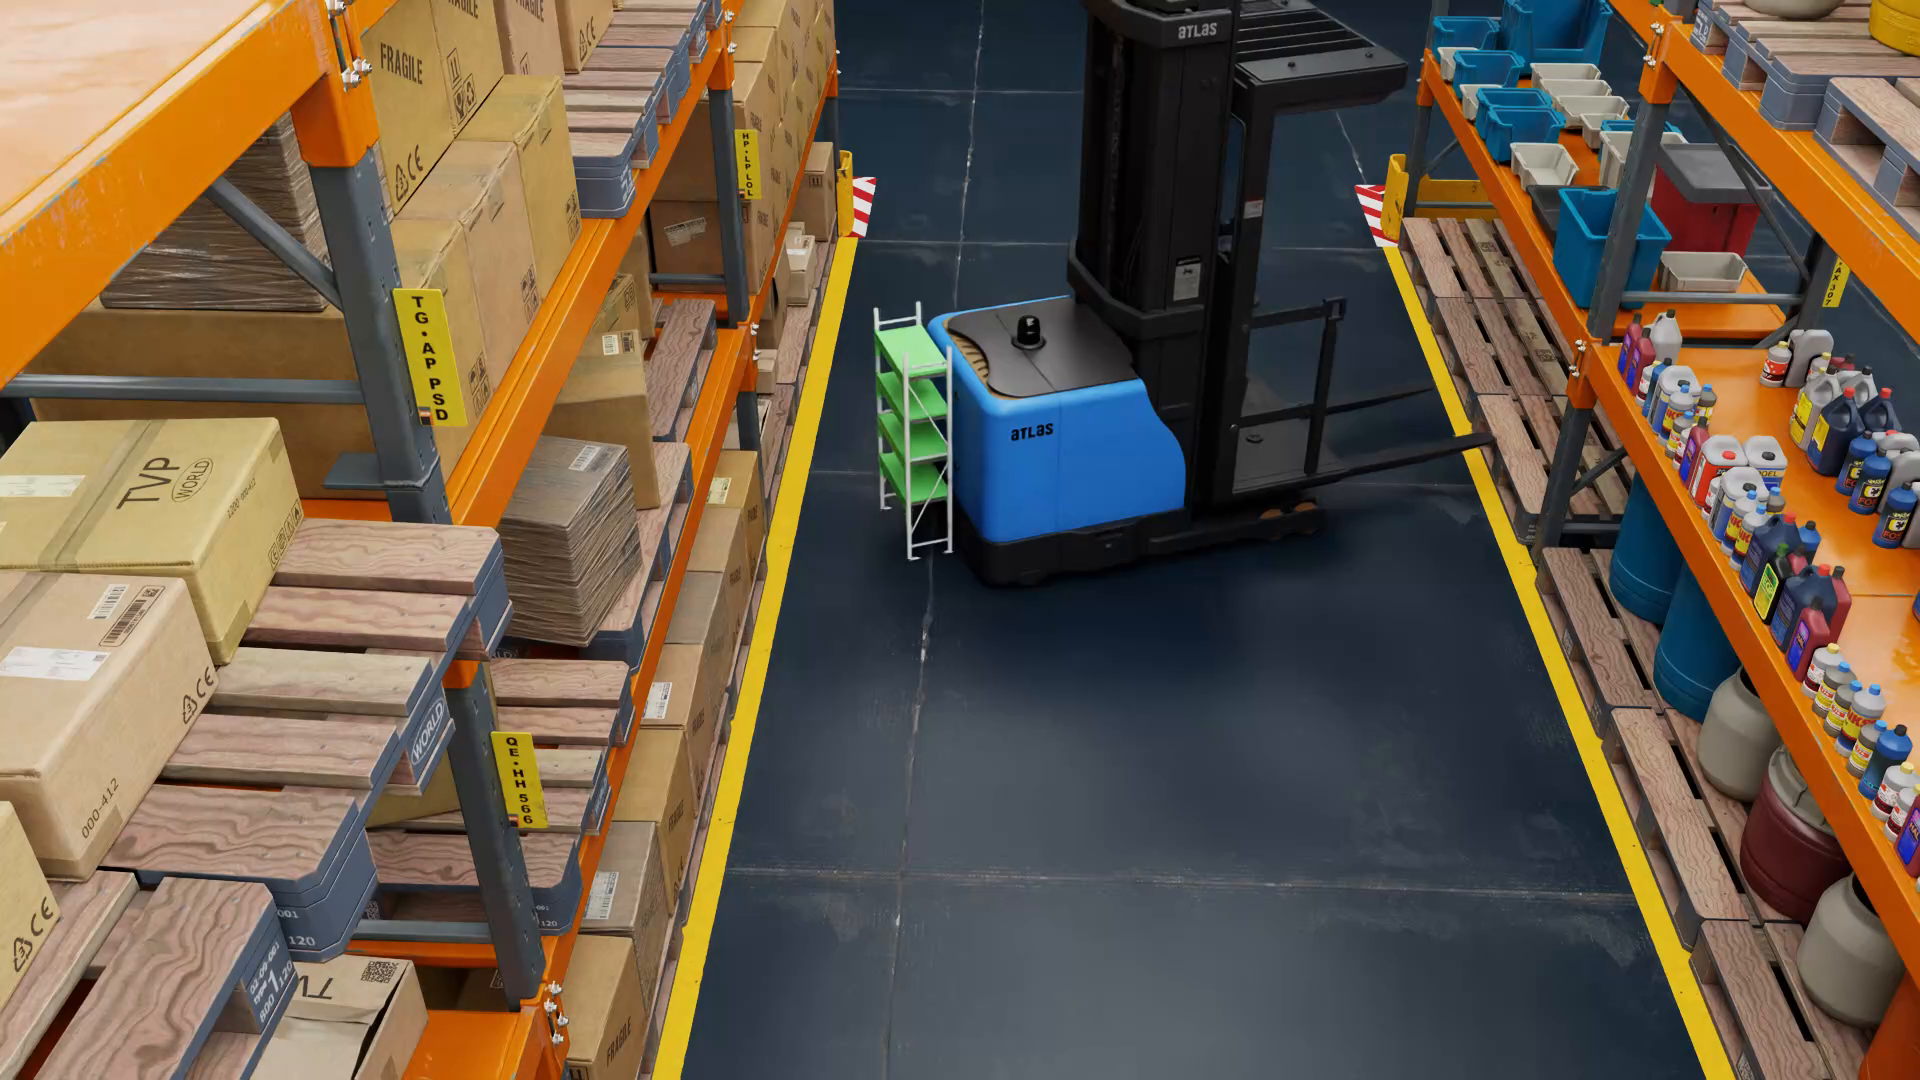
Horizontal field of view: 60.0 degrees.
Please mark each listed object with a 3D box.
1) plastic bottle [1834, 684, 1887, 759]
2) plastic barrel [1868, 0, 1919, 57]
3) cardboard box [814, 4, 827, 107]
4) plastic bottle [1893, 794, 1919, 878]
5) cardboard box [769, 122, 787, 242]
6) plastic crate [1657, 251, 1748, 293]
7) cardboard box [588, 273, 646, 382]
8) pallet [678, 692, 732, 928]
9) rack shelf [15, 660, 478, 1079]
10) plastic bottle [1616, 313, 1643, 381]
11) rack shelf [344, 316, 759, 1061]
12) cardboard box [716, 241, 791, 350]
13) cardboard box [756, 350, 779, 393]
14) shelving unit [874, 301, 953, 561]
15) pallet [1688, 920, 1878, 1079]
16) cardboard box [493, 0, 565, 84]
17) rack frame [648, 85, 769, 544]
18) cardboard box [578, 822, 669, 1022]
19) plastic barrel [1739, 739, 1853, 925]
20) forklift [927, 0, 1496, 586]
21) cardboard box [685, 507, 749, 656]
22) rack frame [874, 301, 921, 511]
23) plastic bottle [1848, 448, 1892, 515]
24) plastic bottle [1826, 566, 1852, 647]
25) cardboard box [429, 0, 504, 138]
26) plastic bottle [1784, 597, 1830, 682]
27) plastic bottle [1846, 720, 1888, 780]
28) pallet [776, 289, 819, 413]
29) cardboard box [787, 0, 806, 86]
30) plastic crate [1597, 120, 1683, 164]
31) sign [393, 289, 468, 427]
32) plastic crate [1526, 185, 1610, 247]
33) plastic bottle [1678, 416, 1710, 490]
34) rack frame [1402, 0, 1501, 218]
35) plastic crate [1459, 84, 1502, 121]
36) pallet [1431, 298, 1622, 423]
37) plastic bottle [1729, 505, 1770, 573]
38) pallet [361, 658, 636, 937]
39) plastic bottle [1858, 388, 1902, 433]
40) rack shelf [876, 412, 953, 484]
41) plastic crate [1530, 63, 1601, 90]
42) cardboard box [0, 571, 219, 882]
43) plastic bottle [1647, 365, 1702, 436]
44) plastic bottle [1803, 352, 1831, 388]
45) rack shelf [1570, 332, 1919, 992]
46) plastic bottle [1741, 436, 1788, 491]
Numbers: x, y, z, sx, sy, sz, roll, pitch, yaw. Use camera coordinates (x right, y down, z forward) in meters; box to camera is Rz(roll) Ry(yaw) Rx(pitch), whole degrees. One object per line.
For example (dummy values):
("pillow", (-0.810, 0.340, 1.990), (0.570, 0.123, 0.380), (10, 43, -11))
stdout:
("plastic bottle", (2.919, 0.578, 5.376), (0.097, 0.271, 0.097), (0, 35, 0))
("plastic barrel", (3.608, -2.055, 5.874), (0.600, 0.588, 0.600), (0, 35, 0))
("cardboard box", (-1.110, -3.002, 10.272), (0.500, 0.500, 0.500), (2, 35, 2))
("plastic bottle", (2.881, 0.863, 4.961), (0.061, 0.283, 0.133), (1, 35, 2))
("cardboard box", (-1.197, -1.847, 8.627), (0.500, 0.500, 0.500), (2, 35, 3))
("plastic crate", (3.603, -1.289, 8.098), (0.396, 0.136, 0.243), (1, 35, 2))
("cardboard box", (-1.714, -0.774, 6.736), (0.700, 0.500, 0.500), (7, 36, 9))
("pallet", (-1.548, 1.087, 6.965), (1.003, 0.211, 1.213), (1, 35, 2))
("rack shelf", (-1.748, 1.289, 2.269), (1.077, 0.370, 4.000), (1, 35, 2))
("plastic bottle", (3.001, -0.860, 7.412), (0.061, 0.283, 0.133), (1, 35, 2))
("rack shelf", (-1.588, 0.219, 6.402), (1.077, 0.370, 4.000), (1, 35, 2))
("cardboard box", (-1.437, -1.463, 9.957), (0.797, 0.503, 0.637), (1, 35, 2))
("cardboard box", (-1.249, -0.979, 9.561), (0.380, 0.166, 0.250), (1, 35, 2))
("shelving unit", (-0.233, -0.542, 8.423), (0.258, 1.200, 0.503), (-11, 37, -15))
("pallet", (3.271, 1.877, 5.842), (1.003, 0.211, 1.213), (1, 35, 2))
("cardboard box", (-1.652, -1.652, 5.289), (0.600, 0.600, 0.600), (0, 35, 0))
("rack frame", (-1.507, -1.225, 7.830), (1.000, 3.000, 0.127), (1, 35, 2))
("cardboard box", (-1.349, 1.360, 5.943), (0.500, 0.500, 0.500), (0, 35, 0))
("plastic barrel", (3.329, 1.074, 6.290), (0.600, 0.588, 0.708), (1, 35, 2))
("forklift", (1.393, -1.471, 8.239), (3.031, 2.935, 1.130), (-11, 37, -15))
("cardboard box", (-1.269, 0.192, 7.605), (0.500, 0.500, 0.500), (1, 35, 2))
("rack frame", (-0.312, -0.675, 8.612), (0.240, 1.200, 0.015), (-11, 37, -15))
("plastic bottle", (3.583, -0.237, 6.536), (0.097, 0.271, 0.097), (0, 35, 0))
("plastic bottle", (3.069, 0.236, 5.853), (0.061, 0.283, 0.133), (1, 35, 2))
("cardboard box", (-1.603, -1.440, 4.571), (0.500, 0.500, 0.500), (1, 35, 2))
("plastic bottle", (2.917, 0.339, 5.707), (0.061, 0.283, 0.133), (1, 35, 2))
("plastic bottle", (2.915, 0.663, 5.317), (0.097, 0.201, 0.097), (0, 35, 0))
("pallet", (-1.432, -1.181, 10.193), (1.003, 0.211, 1.213), (1, 35, 2))
("cardboard box", (-1.146, -2.828, 9.154), (0.500, 0.500, 0.500), (2, 35, 3))
("plastic crate", (3.776, -2.177, 9.278), (0.416, 0.233, 0.300), (1, 35, 2))
("sign", (-1.114, -0.380, 3.501), (0.100, 0.325, 0.005), (1, 35, 2))
("plastic crate", (3.219, -1.670, 8.650), (0.437, 0.125, 0.590), (1, 35, 2))
("plastic bottle", (2.965, -0.349, 6.686), (0.061, 0.283, 0.133), (1, 35, 2))
("rack frame", (3.603, -3.406, 10.934), (1.000, 3.000, 0.127), (1, 35, 2))
("plastic crate", (3.141, -2.617, 9.987), (0.250, 0.136, 0.298), (1, 35, 2))
("pallet", (3.479, -1.094, 10.068), (1.003, 0.211, 1.213), (1, 35, 2))
("plastic bottle", (2.960, -0.011, 6.215), (0.097, 0.271, 0.097), (0, 35, 0))
("pallet", (-1.711, 0.761, 5.171), (1.213, 0.211, 1.003), (1, 35, 2))
("plastic bottle", (3.725, -0.446, 6.765), (0.144, 0.351, 0.185), (1, 35, 2))
("rack shelf", (-0.233, -0.490, 8.460), (0.258, 0.148, 0.480), (-11, 37, -15))
("plastic crate", (3.751, -2.850, 10.320), (0.396, 0.136, 0.243), (1, 35, 2))
("cardboard box", (-1.633, 0.299, 2.818), (0.500, 0.250, 0.500), (2, 35, 3))
("plastic bottle", (3.028, -0.590, 7.035), (0.152, 0.276, 0.135), (1, 35, 2))
("plastic bottle", (3.772, -0.726, 7.293), (0.097, 0.201, 0.097), (0, 35, 0))
("rack shelf", (3.362, 0.335, 6.236), (1.077, 0.370, 4.000), (1, 35, 2))
("plastic bottle", (3.158, -0.265, 6.572), (0.152, 0.276, 0.135), (1, 35, 2))
